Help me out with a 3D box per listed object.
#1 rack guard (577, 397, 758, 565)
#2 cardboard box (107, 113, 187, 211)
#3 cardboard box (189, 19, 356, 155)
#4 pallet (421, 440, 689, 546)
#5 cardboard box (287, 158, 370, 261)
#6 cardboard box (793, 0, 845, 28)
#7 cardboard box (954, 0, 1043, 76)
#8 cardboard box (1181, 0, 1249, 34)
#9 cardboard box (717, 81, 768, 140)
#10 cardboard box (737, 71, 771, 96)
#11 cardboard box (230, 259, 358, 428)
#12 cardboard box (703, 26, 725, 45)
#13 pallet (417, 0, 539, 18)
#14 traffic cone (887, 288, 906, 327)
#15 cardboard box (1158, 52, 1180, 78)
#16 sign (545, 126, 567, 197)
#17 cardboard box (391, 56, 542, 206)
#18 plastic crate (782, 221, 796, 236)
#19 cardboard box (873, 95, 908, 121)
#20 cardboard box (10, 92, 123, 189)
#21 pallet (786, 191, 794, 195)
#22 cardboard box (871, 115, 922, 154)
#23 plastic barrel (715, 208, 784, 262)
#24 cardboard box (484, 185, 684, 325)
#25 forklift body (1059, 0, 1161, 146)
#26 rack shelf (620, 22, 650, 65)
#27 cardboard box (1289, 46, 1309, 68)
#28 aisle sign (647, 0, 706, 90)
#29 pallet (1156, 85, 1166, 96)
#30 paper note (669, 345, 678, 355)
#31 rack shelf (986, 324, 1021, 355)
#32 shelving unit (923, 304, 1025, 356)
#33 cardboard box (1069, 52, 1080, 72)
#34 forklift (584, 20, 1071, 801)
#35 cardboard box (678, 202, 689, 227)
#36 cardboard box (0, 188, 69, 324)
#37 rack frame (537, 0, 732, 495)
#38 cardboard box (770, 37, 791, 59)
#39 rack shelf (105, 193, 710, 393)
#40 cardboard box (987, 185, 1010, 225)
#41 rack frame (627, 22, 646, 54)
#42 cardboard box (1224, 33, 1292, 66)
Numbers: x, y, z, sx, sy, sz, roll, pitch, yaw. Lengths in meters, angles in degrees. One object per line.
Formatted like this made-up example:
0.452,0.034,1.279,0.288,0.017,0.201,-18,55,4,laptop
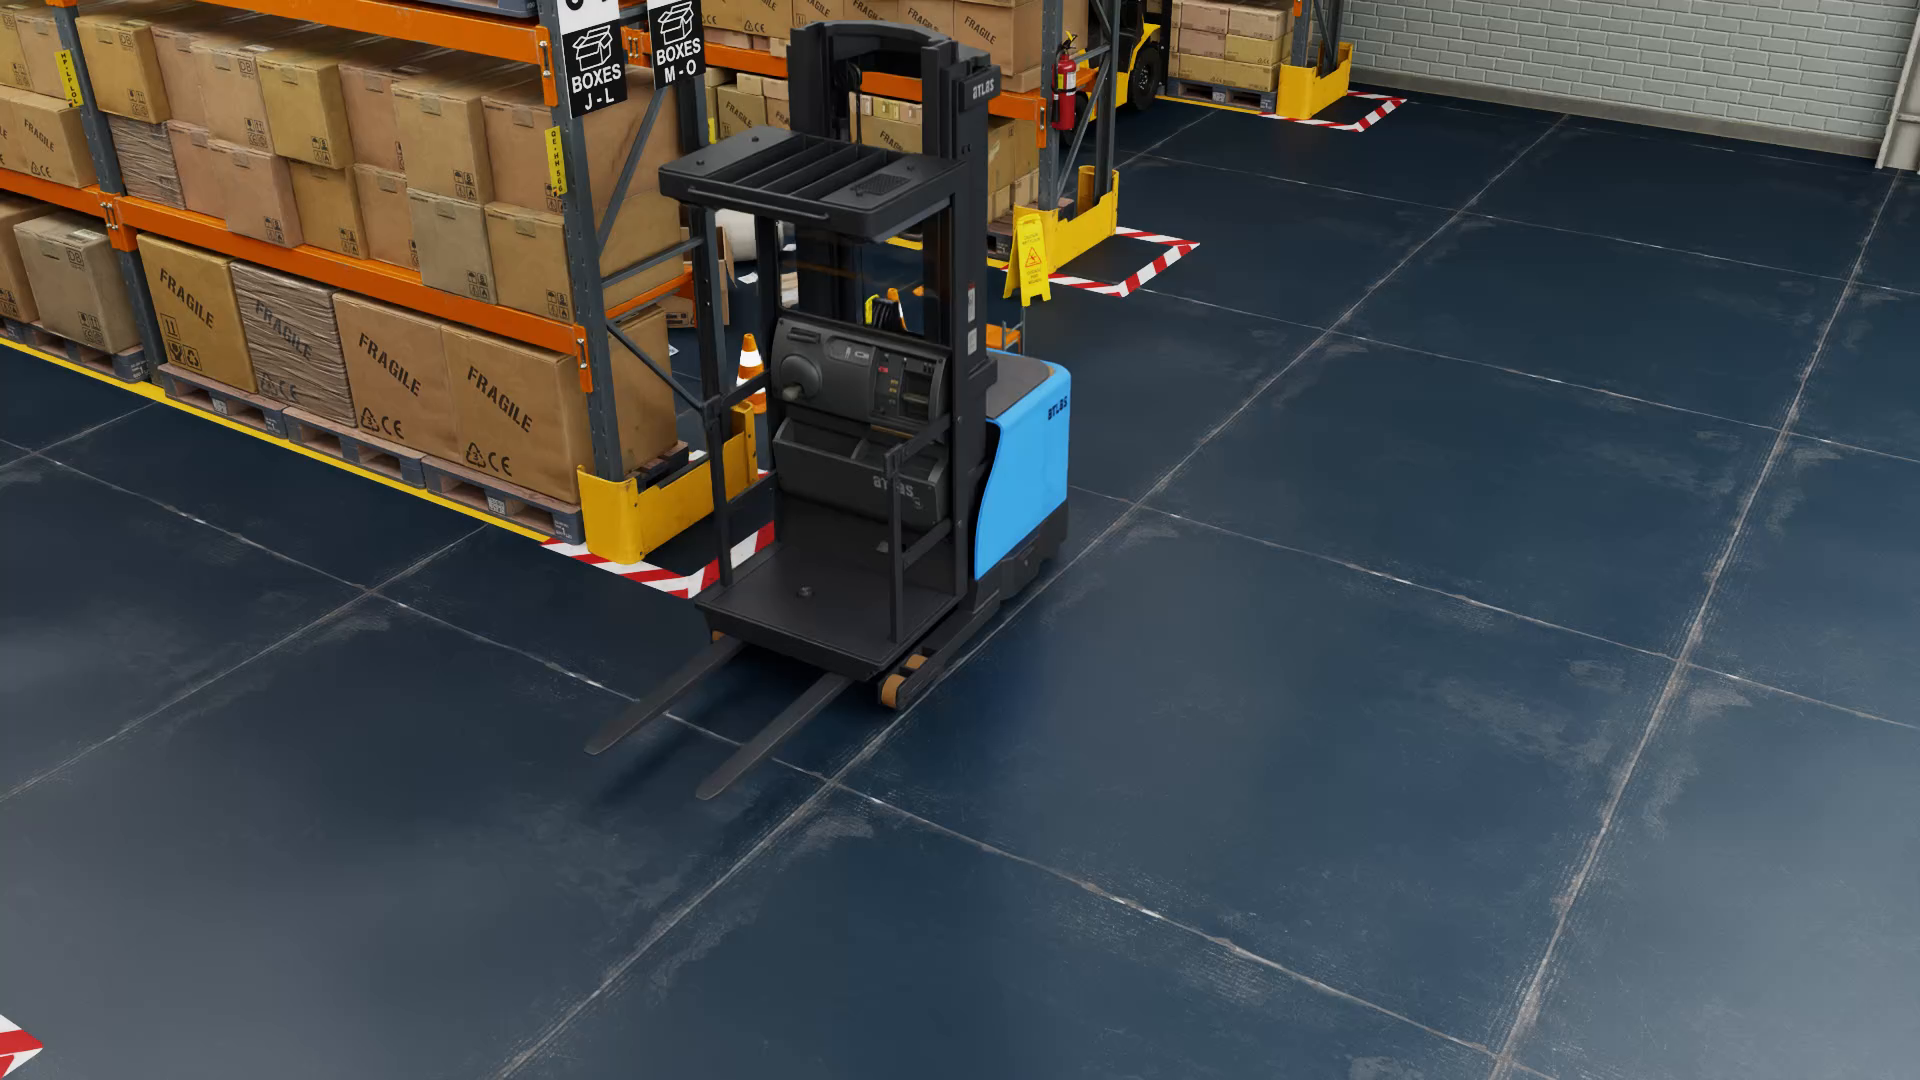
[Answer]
-1.623,-0.363,9.376,0.348,0.500,1.175,18,35,27,rack guard
-4.713,-2.492,10.396,0.550,0.550,0.875,18,35,27,cardboard box
-3.825,-2.638,9.574,0.550,0.550,0.875,18,35,27,cardboard box
-2.362,-0.426,9.770,1.213,0.211,1.003,18,35,27,pallet
-3.338,-2.060,9.656,0.500,0.550,0.875,18,35,27,cardboard box
-0.967,-4.204,13.085,0.500,0.500,0.500,18,35,28,cardboard box
0.296,-3.789,12.373,0.500,0.500,0.500,17,34,26,cardboard box
2.547,-5.259,16.607,0.500,0.250,0.500,18,35,28,cardboard box
-1.670,-3.567,13.955,0.500,0.500,0.500,19,35,29,cardboard box
-1.619,-3.789,13.692,0.250,0.149,0.380,19,35,29,cardboard box
-3.771,-1.346,10.273,0.875,0.875,0.875,18,35,28,cardboard box
-1.906,-4.227,13.768,0.250,0.149,0.380,17,34,27,cardboard box
-2.277,-2.901,8.357,1.213,0.211,1.003,18,35,27,pallet
-0.450,-1.493,11.350,0.334,0.463,0.336,18,35,27,traffic cone
2.137,-4.968,17.102,0.500,0.250,0.500,18,35,28,cardboard box
-1.944,-1.824,8.016,0.005,0.325,0.100,18,35,27,sign
-2.452,-2.204,8.832,0.550,0.550,0.875,18,35,27,cardboard box
-1.592,-2.629,13.677,0.583,0.080,0.402,6,31,10,plastic crate
-0.473,-3.429,13.074,0.250,0.149,0.380,18,35,28,cardboard box
-5.616,-2.590,10.613,0.500,0.500,0.500,17,34,27,cardboard box
-0.860,-2.965,14.123,1.213,0.211,1.003,18,35,27,pallet
-0.359,-3.148,13.238,0.500,0.500,0.500,19,35,29,cardboard box
-1.652,-2.383,12.915,0.512,0.421,0.421,-9,32,-15,plastic barrel
-1.982,-1.594,8.857,0.550,0.550,0.875,18,35,27,cardboard box
0.962,-5.071,15.808,1.214,2.155,2.313,18,35,27,forklift body
-4.179,-4.886,15.362,4.000,0.370,1.077,18,35,27,rack shelf
3.226,-4.917,17.014,0.500,0.250,0.500,18,35,28,cardboard box
-1.424,-2.681,8.289,0.004,0.787,0.394,18,35,27,aisle sign
1.839,-5.018,17.643,1.213,0.211,1.003,18,35,27,pallet
-2.034,-1.300,11.449,0.144,0.017,0.142,-21,36,-32,paper note
0.076,-1.093,9.153,0.480,0.148,0.258,16,34,25,rack shelf
0.076,-0.754,9.351,0.503,1.200,0.258,16,34,25,shelving unit
0.725,-3.660,12.796,0.250,0.149,0.380,18,35,28,cardboard box
-0.586,-0.728,7.590,1.130,2.935,3.031,16,34,26,forklift
-2.301,-2.714,13.404,0.500,0.500,0.500,-9,32,-15,cardboard box
-6.420,-2.119,11.720,0.750,0.750,1.050,18,35,27,cardboard box
-1.644,-1.449,8.758,0.127,3.000,1.000,18,35,27,rack frame
-1.311,-3.984,13.352,0.250,0.149,0.380,18,35,28,cardboard box
-3.338,-1.674,9.857,4.000,0.370,1.077,18,35,27,rack shelf
0.054,-2.691,13.198,0.500,0.250,0.500,17,34,27,cardboard box
-2.486,-4.661,14.262,0.127,3.000,1.000,18,35,27,rack frame
2.960,-4.915,16.514,0.500,0.250,0.500,17,34,27,cardboard box
